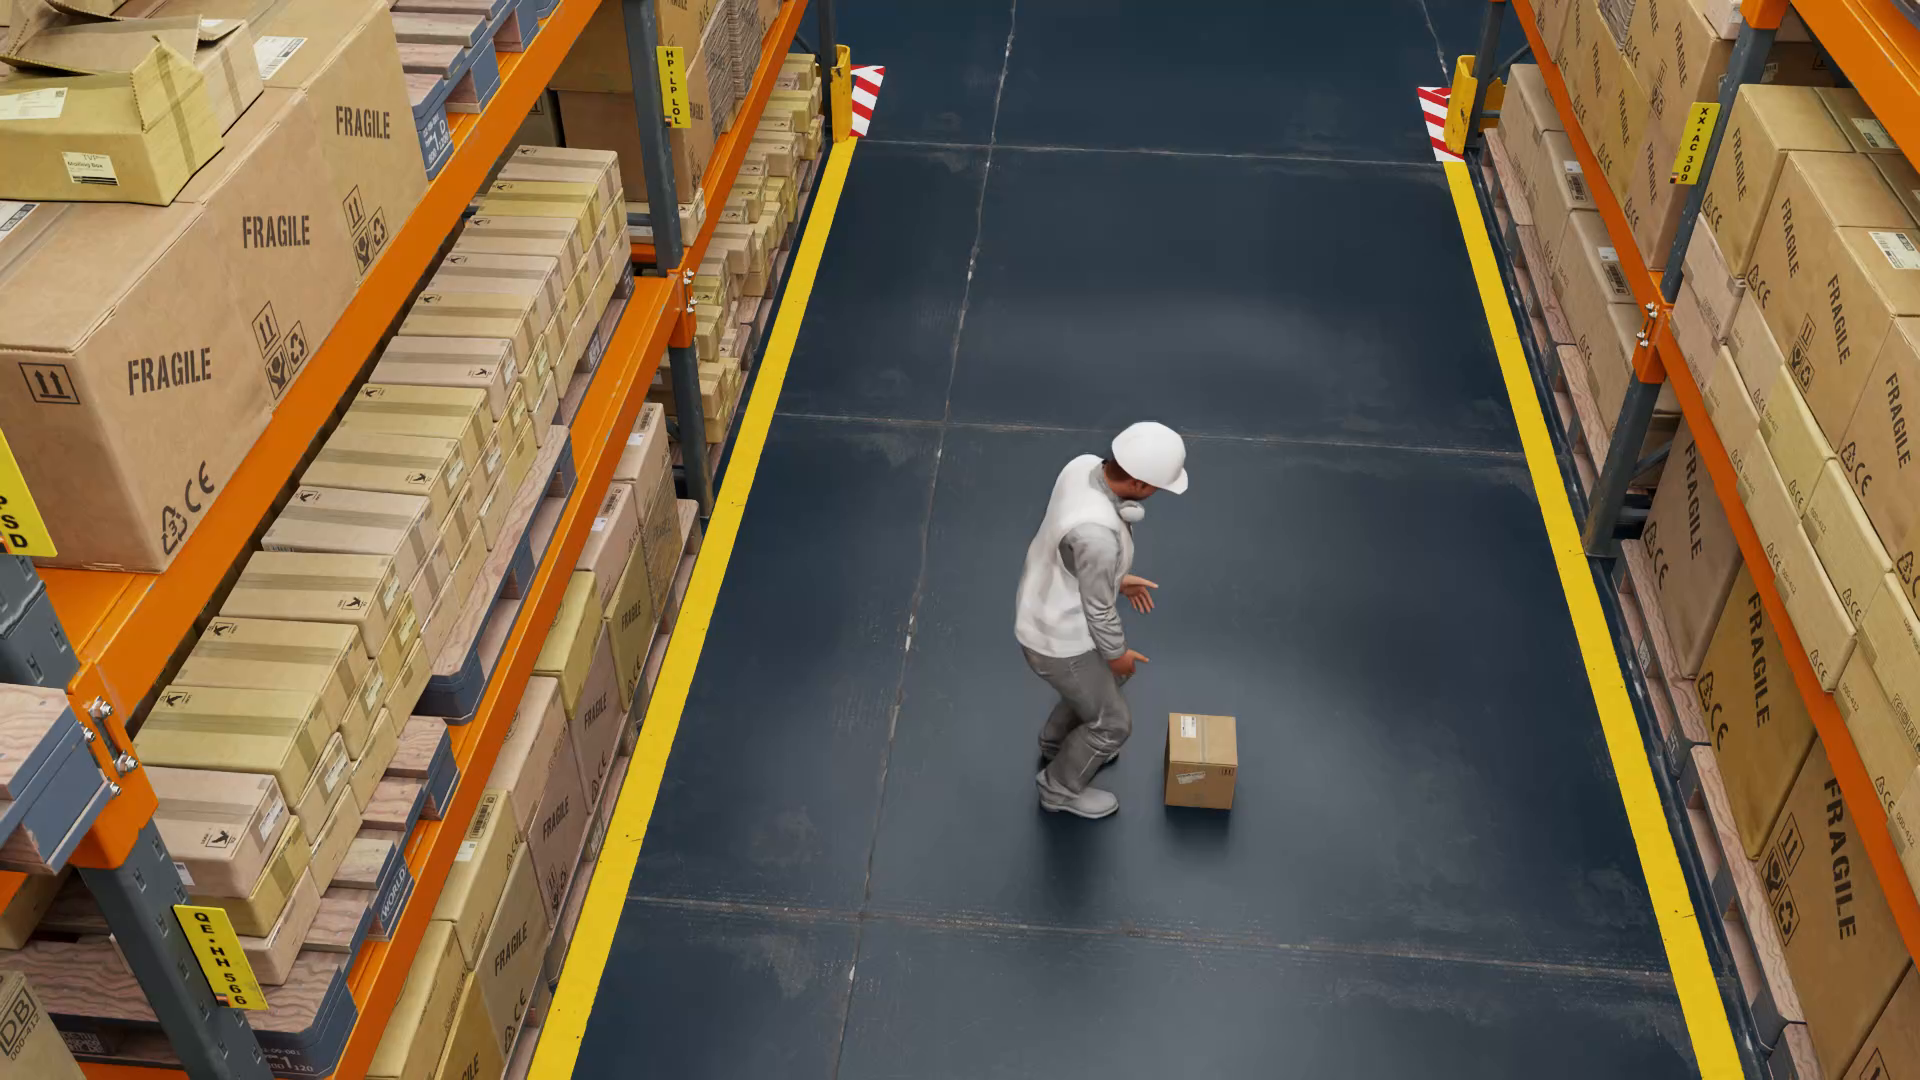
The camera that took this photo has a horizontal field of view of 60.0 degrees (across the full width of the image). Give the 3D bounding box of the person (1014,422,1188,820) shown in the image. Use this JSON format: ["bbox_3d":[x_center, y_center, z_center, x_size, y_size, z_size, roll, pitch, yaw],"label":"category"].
[{"bbox_3d":[0.476,0.263,5.912,0.559,1.665,0.574,4,40,5],"label":"person"}]
